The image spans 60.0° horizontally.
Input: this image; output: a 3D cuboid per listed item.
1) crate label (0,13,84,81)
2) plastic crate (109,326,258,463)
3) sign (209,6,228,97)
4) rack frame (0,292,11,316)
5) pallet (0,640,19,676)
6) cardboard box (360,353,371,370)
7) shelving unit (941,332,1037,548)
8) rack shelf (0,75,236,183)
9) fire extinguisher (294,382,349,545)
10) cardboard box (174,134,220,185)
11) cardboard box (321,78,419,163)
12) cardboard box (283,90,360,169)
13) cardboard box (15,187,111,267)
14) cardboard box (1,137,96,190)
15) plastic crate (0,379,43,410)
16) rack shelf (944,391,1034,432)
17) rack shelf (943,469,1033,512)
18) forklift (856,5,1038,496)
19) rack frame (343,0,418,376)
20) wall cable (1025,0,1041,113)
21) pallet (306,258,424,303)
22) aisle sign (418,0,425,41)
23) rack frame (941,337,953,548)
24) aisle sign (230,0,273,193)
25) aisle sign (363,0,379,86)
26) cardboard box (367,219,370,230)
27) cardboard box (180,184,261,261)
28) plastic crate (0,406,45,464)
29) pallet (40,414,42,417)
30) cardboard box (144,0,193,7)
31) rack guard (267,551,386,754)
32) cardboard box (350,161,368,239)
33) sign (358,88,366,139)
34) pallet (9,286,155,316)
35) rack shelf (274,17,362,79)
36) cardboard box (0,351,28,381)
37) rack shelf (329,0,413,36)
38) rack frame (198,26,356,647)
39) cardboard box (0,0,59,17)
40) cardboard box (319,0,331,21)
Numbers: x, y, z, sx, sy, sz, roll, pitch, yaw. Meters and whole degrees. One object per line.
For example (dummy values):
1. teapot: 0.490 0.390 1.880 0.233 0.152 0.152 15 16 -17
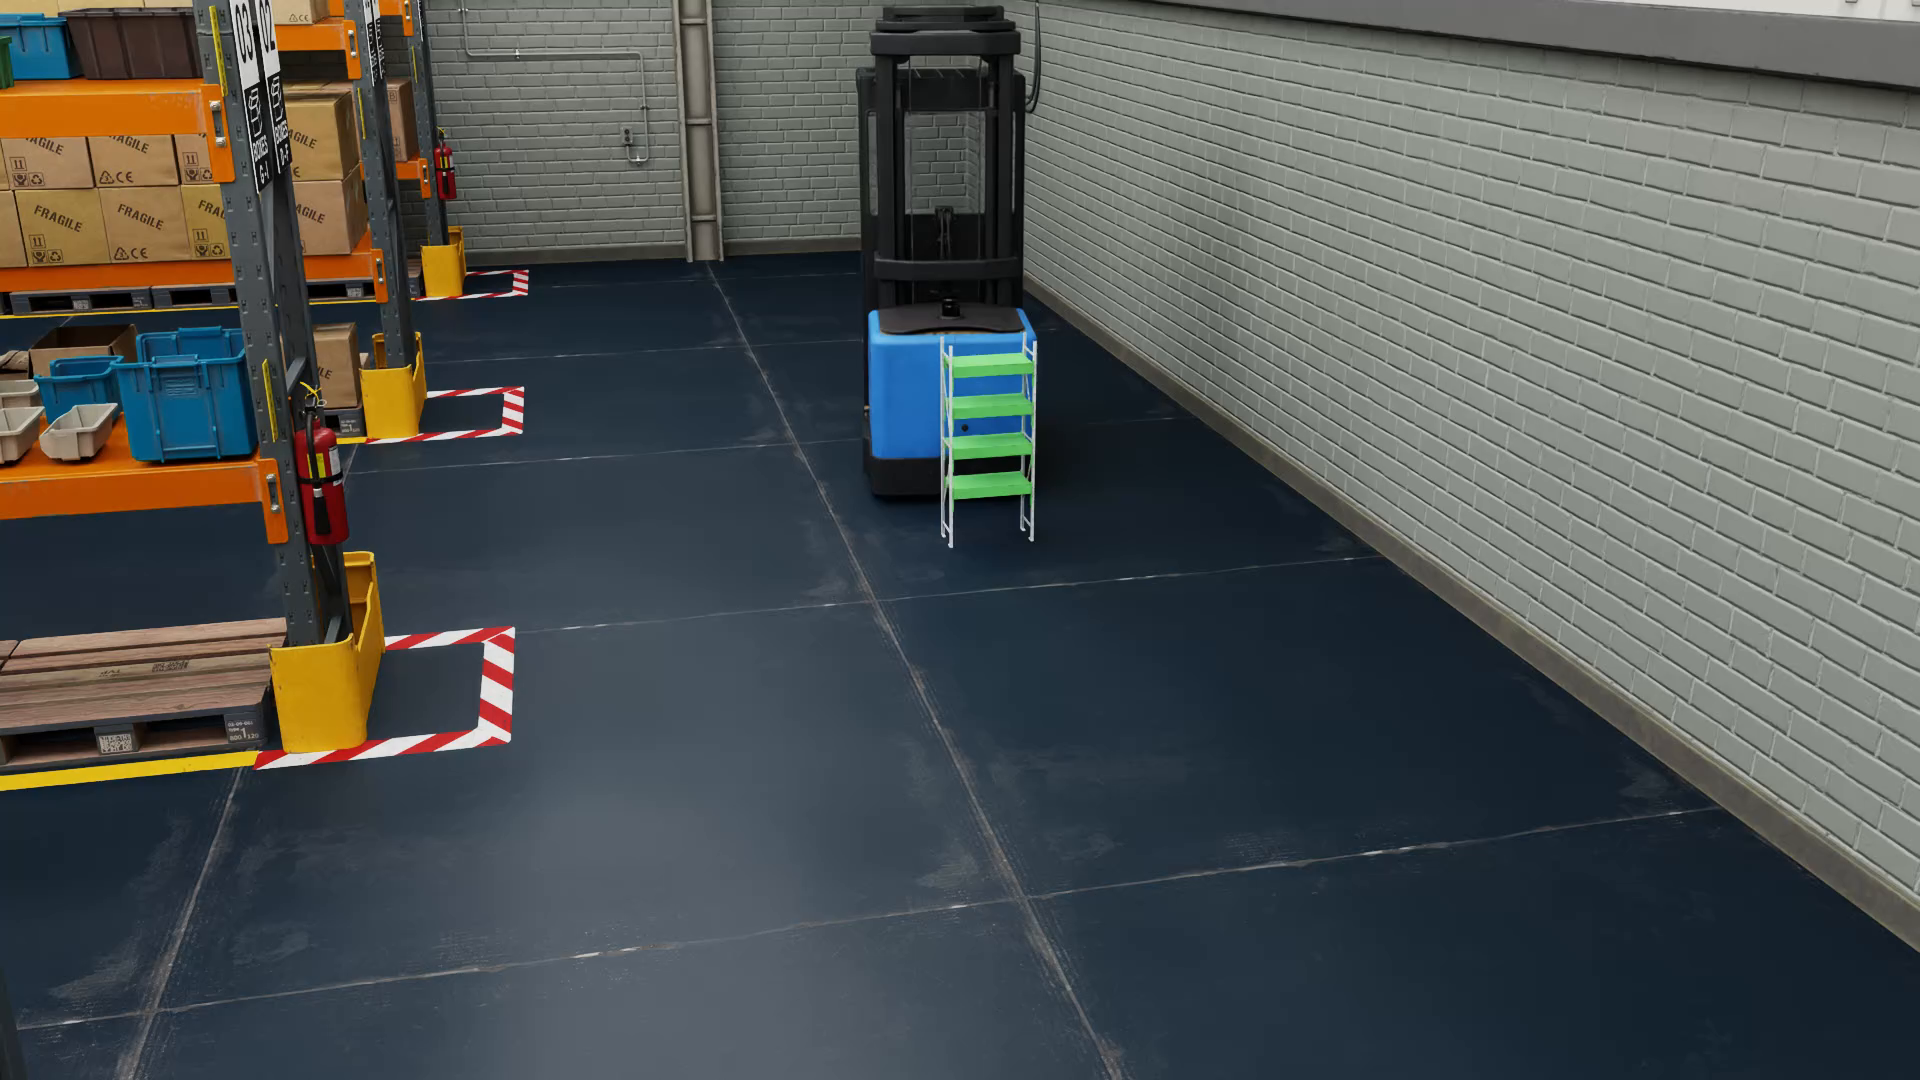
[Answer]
1. crate label: -3.918 -2.045 6.893 0.502 0.251 0.408 -5 21 -12
2. plastic crate: -3.228 -0.627 7.028 0.499 0.435 0.616 -5 21 -12
3. sign: -2.803 -1.848 6.290 0.005 0.325 0.100 -5 21 -12
4. rack frame: -9.118 -3.671 15.476 0.127 3.000 1.000 -5 21 -12
5. pallet: -4.942 0.785 7.364 1.213 0.211 1.003 -5 21 -12
6. cardboard box: -4.568 -1.280 12.453 0.250 0.149 0.380 -5 21 -12
7. shelving unit: 0.161 -0.576 9.644 0.503 1.200 0.258 -5 21 -12
8. rack shelf: -4.892 -1.584 6.463 4.000 0.370 1.077 -5 21 -12
9. fire extinguisher: -2.694 -0.320 6.982 0.183 0.674 0.296 -5 21 -12
10. cardboard box: -4.943 -2.679 11.168 0.500 0.500 0.500 -4 21 -11
11. cardboard box: -5.719 -4.085 16.169 0.700 0.700 0.980 -4 20 -10
12. cardboard box: -4.574 -2.900 11.770 0.500 0.500 0.500 -4 20 -11
13. cardboard box: -5.936 -2.131 11.125 0.500 0.500 0.500 -5 21 -13
14. cardboard box: -5.946 -2.596 10.941 0.500 0.500 0.500 -4 20 -11
15. plastic crate: -4.253 -0.615 7.430 0.298 0.136 0.250 -5 21 -12
16. rack shelf: 0.161 -0.742 9.583 0.480 0.148 0.258 -5 21 -12
17. rack shelf: 0.161 -0.291 9.749 0.480 0.148 0.258 -5 21 -12
18. forklift: -0.138 -2.113 11.322 1.130 2.935 3.031 -1 20 -4
19. rack frame: -4.082 -2.330 11.814 0.127 3.000 1.000 -5 21 -12
20. wall cable: 0.361 -5.675 16.738 0.112 2.526 3.097 -5 21 -12
21. pallet: -5.985 -2.589 16.576 1.213 0.211 1.003 -5 21 -12
22. aisle sign: -5.086 -5.114 15.634 0.004 0.787 0.394 -5 21 -12
23. rack frame: -0.076 -0.557 9.591 0.015 1.200 0.240 -5 21 -12
24. aisle sign: -2.808 -1.800 6.588 0.004 0.787 0.394 -5 21 -12
25. aisle sign: -3.945 -3.454 11.102 0.004 0.787 0.394 -5 21 -12
26. cardboard box: -5.883 -2.922 16.455 0.500 0.500 0.700 -5 21 -12
27. cardboard box: -4.959 -2.208 11.336 0.500 0.500 0.500 -4 21 -12
28. plastic crate: -3.983 -0.433 6.931 0.243 0.136 0.396 -5 21 -12
29. pallet: -6.116 -0.856 11.844 1.213 0.211 1.003 -5 21 -12
30. cardboard box: -5.010 -3.503 10.874 0.500 0.250 0.500 -5 21 -12
31. rack guard: -2.925 0.496 7.734 0.348 0.500 1.175 -5 21 -12
32. cardboard box: -4.574 -2.430 11.942 0.500 0.500 0.500 -4 21 -11
33. sign: -3.973 -2.835 11.049 0.005 0.325 0.100 -5 21 -12
34. pallet: -8.360 -2.396 16.048 1.213 0.211 1.003 -5 21 -12
35. rack shelf: -6.028 -3.242 10.990 4.000 0.370 1.077 -5 21 -12
36. cardboard box: -6.755 -1.157 11.881 0.500 0.311 0.500 -5 21 -12
37. rack shelf: -7.172 -4.900 15.516 4.000 0.370 1.077 -5 21 -12
38. rack frame: -2.946 -0.672 7.287 0.127 3.000 1.000 -5 21 -12
39. cardboard box: -5.984 -3.425 10.661 0.500 0.250 0.500 -5 21 -12
40. cardboard box: -4.640 -3.713 11.446 0.500 0.250 0.500 -5 21 -12
